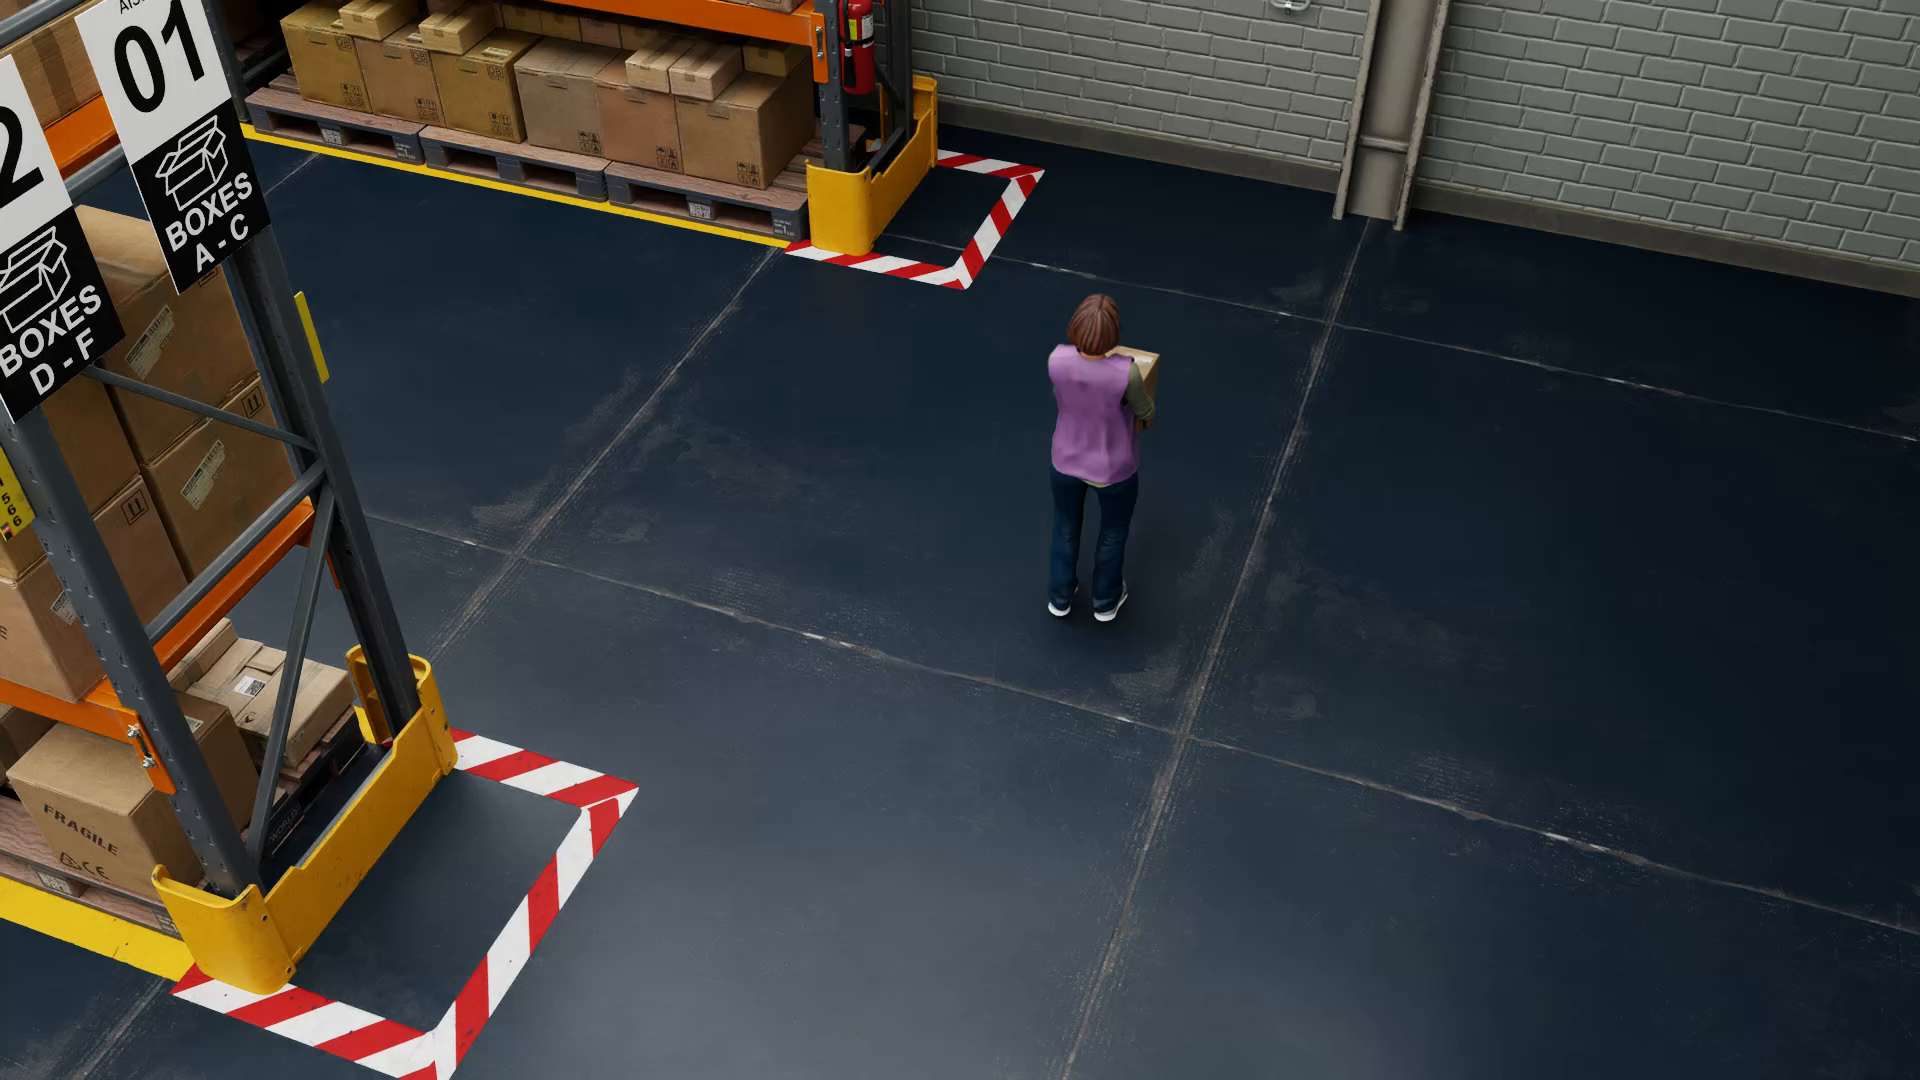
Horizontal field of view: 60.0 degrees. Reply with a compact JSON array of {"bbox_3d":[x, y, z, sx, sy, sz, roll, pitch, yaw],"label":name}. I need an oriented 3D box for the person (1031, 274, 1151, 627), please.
[{"bbox_3d":[0.513,-0.311,6.511,0.484,1.594,0.340,12,43,13],"label":"person"}]
